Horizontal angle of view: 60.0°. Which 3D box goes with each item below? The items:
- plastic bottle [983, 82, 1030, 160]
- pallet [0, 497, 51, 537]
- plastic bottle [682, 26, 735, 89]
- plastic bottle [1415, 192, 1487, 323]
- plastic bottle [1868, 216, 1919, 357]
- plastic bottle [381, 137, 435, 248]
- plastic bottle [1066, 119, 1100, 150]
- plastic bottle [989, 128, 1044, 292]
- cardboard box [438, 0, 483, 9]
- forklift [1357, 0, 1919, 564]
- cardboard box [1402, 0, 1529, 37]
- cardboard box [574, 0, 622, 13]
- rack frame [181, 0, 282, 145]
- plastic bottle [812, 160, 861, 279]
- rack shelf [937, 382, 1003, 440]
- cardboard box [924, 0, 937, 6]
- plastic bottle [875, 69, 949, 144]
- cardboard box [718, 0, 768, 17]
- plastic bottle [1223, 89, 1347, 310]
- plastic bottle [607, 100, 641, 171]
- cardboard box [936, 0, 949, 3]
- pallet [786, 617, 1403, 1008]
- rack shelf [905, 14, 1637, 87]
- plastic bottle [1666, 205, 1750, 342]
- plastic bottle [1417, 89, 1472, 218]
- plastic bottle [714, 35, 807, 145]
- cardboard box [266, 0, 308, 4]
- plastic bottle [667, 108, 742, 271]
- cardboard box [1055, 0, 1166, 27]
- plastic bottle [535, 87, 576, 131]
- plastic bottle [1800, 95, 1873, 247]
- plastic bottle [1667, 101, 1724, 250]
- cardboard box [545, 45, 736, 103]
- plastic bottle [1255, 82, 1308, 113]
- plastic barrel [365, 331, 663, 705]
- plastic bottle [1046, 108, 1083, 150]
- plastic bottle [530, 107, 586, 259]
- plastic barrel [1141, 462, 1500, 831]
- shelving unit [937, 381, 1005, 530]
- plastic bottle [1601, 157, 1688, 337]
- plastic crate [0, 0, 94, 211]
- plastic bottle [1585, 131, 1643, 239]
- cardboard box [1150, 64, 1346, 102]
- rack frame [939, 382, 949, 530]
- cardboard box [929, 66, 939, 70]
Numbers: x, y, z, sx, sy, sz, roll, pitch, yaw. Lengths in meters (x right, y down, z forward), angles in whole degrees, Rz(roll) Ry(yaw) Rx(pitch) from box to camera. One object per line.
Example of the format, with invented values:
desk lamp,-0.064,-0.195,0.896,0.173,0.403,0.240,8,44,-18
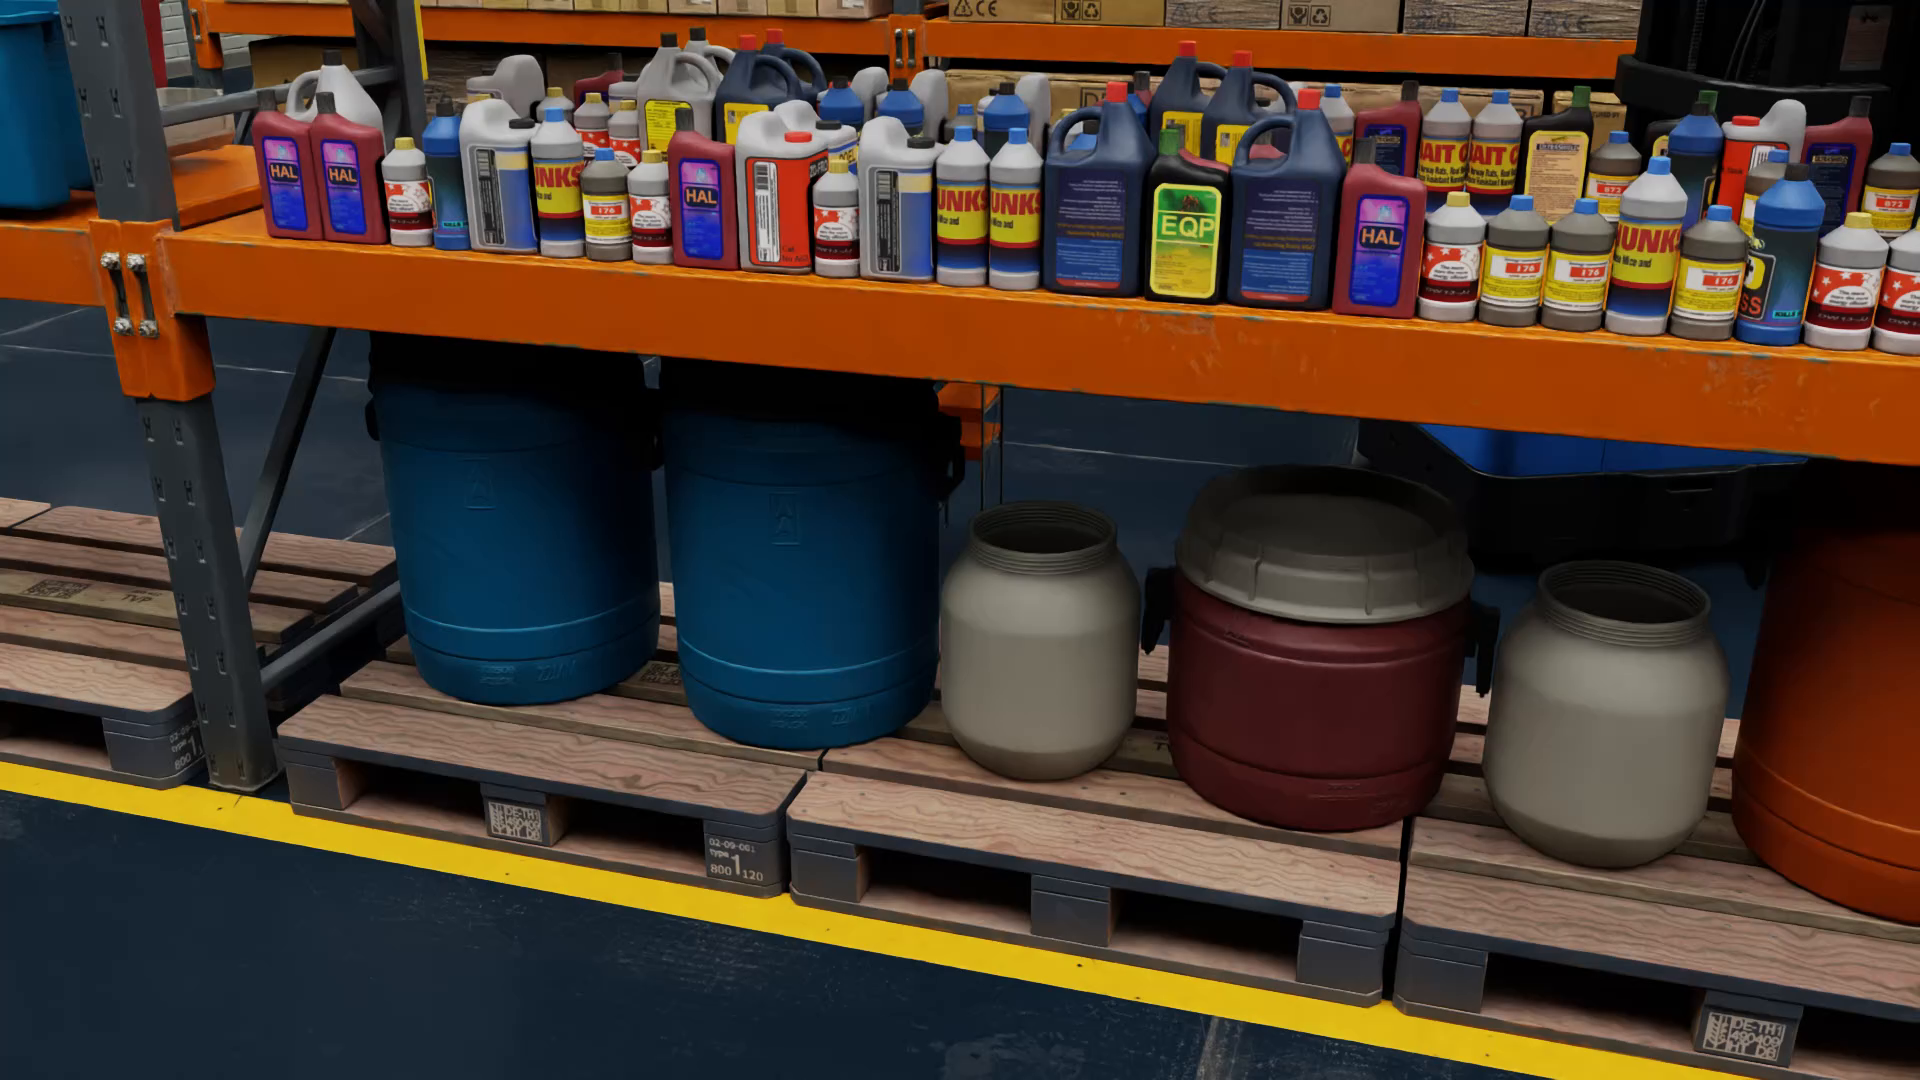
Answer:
plastic bottle,0.097,-0.817,3.479,0.097,0.271,0.097,0,22,0
pallet,-3.426,0.105,4.735,1.213,0.211,1.003,7,23,16
plastic bottle,-0.564,-0.981,3.773,0.185,0.351,0.144,7,23,16
plastic bottle,0.802,-0.464,2.709,0.097,0.201,0.097,0,22,0
plastic bottle,1.454,-0.389,2.527,0.097,0.201,0.097,0,22,0
plastic bottle,-1.068,-0.678,3.231,0.097,0.201,0.097,0,22,0
plastic bottle,0.234,-0.618,2.994,0.097,0.271,0.097,0,22,0
plastic bottle,0.099,-0.576,2.892,0.097,0.271,0.097,0,22,0
cardboard box,-2.461,-2.808,8.495,0.250,0.149,0.380,6,23,15
forklift,2.959,-1.526,5.128,3.031,2.935,1.130,-3,23,-8
cardboard box,2.204,-2.469,7.205,0.500,0.500,0.500,6,23,14
cardboard box,-1.725,-2.724,8.289,0.250,0.149,0.380,6,23,15
rack frame,-3.938,-3.223,9.176,0.127,3.000,1.000,7,23,16
plastic bottle,-0.216,-0.580,2.993,0.097,0.201,0.097,0,22,0
rack shelf,0.014,-0.401,5.101,0.180,0.103,0.258,7,23,16
cardboard box,-0.295,-2.822,8.528,0.250,0.149,0.380,7,23,16
plastic bottle,-0.107,-0.892,3.656,0.135,0.276,0.152,7,23,16
cardboard box,-0.987,-2.639,8.083,0.250,0.149,0.380,6,23,15
plastic bottle,0.546,-0.571,2.775,0.185,0.351,0.144,7,23,16
plastic bottle,-0.737,-0.880,3.725,0.097,0.201,0.097,0,22,0
cardboard box,-0.414,-5.797,18.272,0.875,0.438,0.875,6,23,14
pallet,0.360,0.538,3.681,1.213,0.211,1.003,7,23,16
rack shelf,1.807,-2.233,7.709,4.000,0.370,1.077,7,23,16
plastic bottle,1.174,-0.421,2.605,0.097,0.201,0.097,0,22,0
plastic bottle,0.982,-0.776,3.379,0.097,0.271,0.097,0,22,0
plastic bottle,-0.429,-0.908,3.596,0.185,0.351,0.144,7,23,16
cardboard box,-3.447,-2.921,8.769,0.250,0.149,0.380,6,23,15
plastic bottle,-0.461,-0.639,3.029,0.133,0.283,0.061,7,23,16
cardboard box,0.742,-2.635,7.610,0.500,0.500,0.500,7,23,16
plastic bottle,-0.949,-0.965,3.932,0.097,0.201,0.097,0,22,0
plastic bottle,1.668,-0.710,3.203,0.133,0.283,0.061,7,23,16
plastic bottle,1.406,-0.703,3.202,0.097,0.271,0.097,0,22,0
cardboard box,-1.579,-2.196,8.918,0.875,0.875,0.875,7,23,16
plastic bottle,0.642,-0.806,3.447,0.135,0.276,0.152,7,23,16
plastic barrel,-1.023,-0.143,3.878,0.708,0.901,0.600,7,23,16
plastic bottle,0.234,-0.829,3.601,0.097,0.201,0.097,0,22,0
plastic bottle,-0.752,-0.674,3.130,0.097,0.271,0.097,0,22,0
plastic barrel,0.736,0.203,3.446,0.708,0.588,0.600,7,23,16
shelving unit,0.014,-0.554,5.038,0.189,1.200,0.258,7,23,16
plastic bottle,1.081,-0.464,2.618,0.097,0.271,0.097,0,22,0
plastic crate,-2.084,-0.933,3.534,0.575,0.384,0.392,7,23,16
plastic bottle,1.296,-0.708,3.305,0.097,0.201,0.097,0,22,0
cardboard box,1.366,-1.836,8.039,0.875,0.875,1.225,6,23,14
rack frame,-0.074,-0.564,5.063,0.006,1.200,0.240,7,23,16
cardboard box,-0.208,-3.677,13.092,0.250,0.149,0.380,5,23,13
